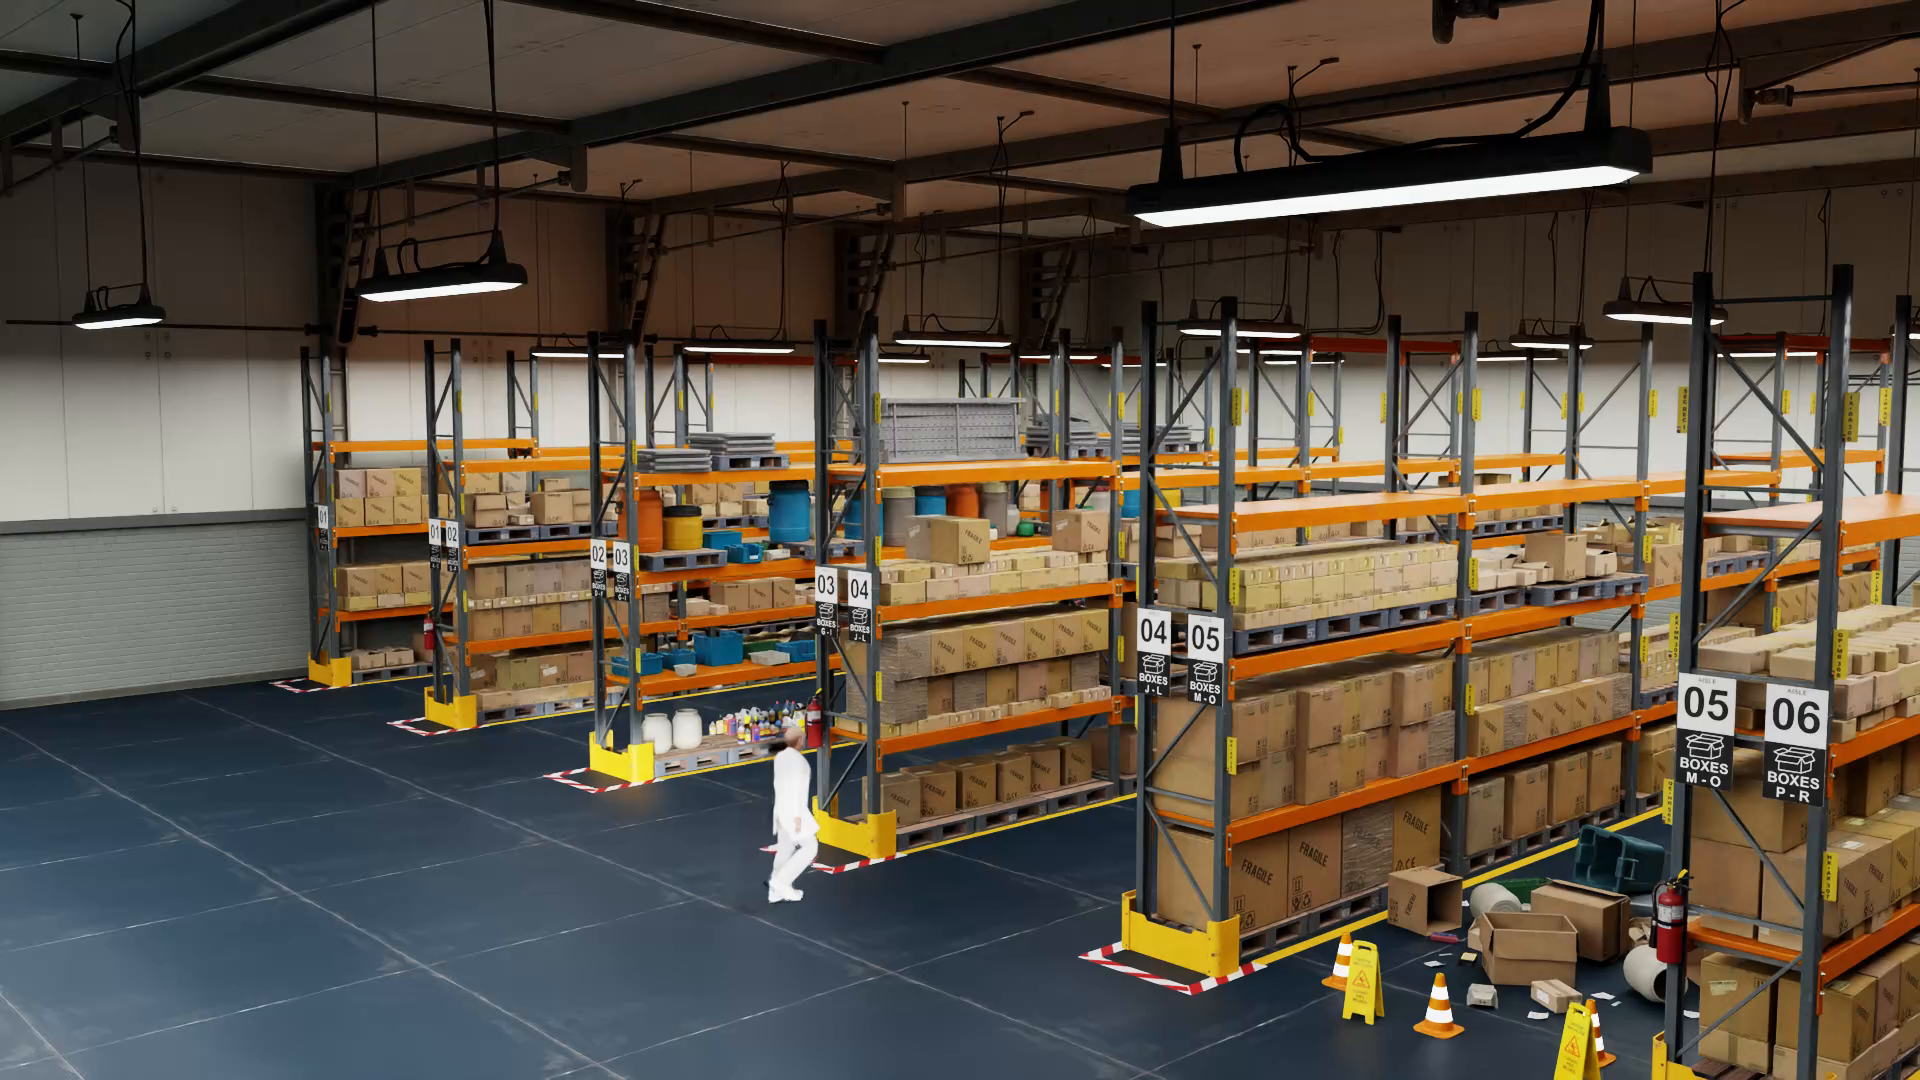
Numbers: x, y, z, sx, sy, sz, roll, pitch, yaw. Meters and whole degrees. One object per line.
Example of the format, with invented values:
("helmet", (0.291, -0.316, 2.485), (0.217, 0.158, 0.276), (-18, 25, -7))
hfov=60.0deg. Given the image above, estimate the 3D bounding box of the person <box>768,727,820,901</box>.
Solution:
("person", (-1.717, 2.785, 16.897), (0.533, 1.767, 0.621), (-2, 6, -24))
